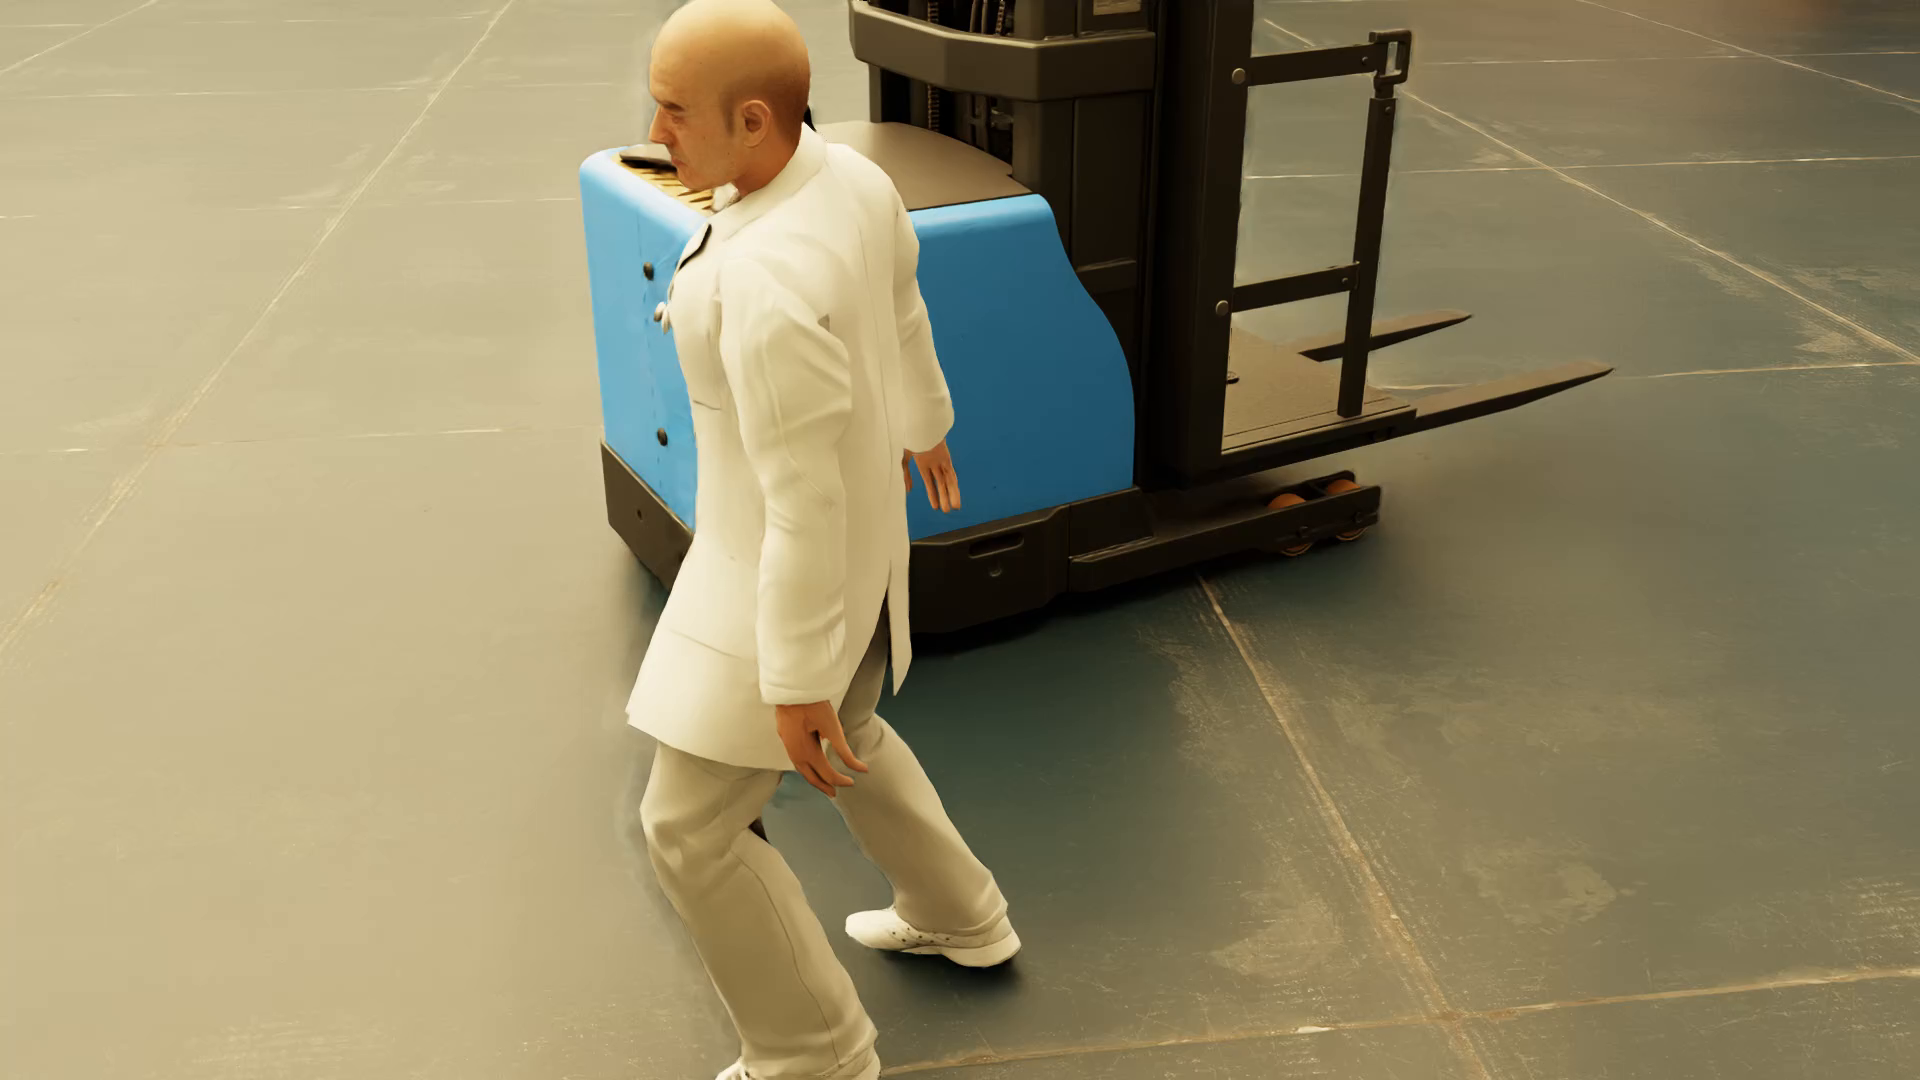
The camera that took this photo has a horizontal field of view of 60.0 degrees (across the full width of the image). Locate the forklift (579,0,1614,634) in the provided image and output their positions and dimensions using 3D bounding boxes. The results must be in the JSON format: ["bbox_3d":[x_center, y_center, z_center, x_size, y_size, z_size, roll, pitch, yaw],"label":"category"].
[{"bbox_3d":[0.573,-1.462,4.262,3.031,2.935,1.130,-14,29,-26],"label":"forklift"}]

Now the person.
[{"bbox_3d":[-0.191,0.049,2.598,0.555,1.758,0.916,6,26,12],"label":"person"}]
